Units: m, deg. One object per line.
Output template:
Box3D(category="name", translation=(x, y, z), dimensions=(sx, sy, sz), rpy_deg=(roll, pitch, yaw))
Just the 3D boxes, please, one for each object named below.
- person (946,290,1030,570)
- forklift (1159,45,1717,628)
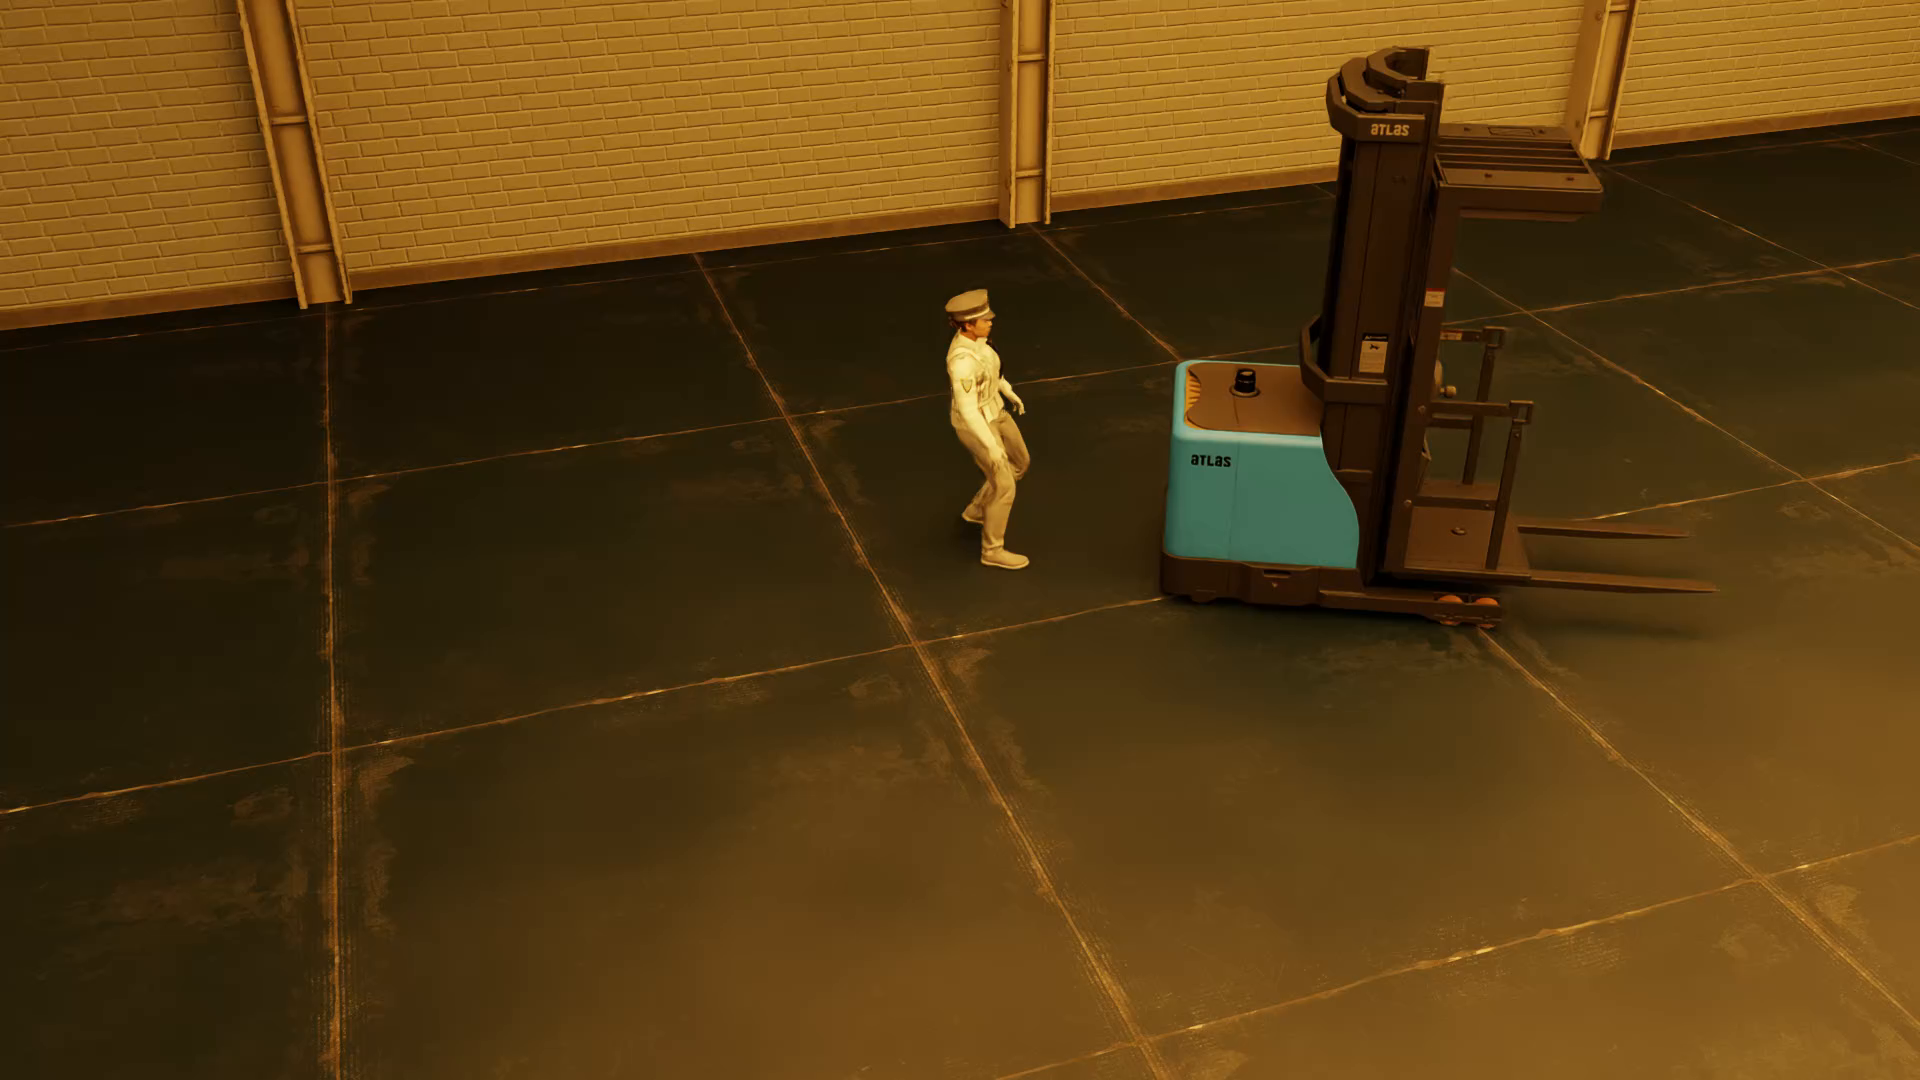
Box3D(category="person", translation=(0.191, -0.667, 9.580), dimensions=(0.549, 1.591, 0.714), rpy_deg=(8, 31, 13))
Box3D(category="forklift", translation=(2.689, -1.066, 8.940), dimensions=(3.031, 2.935, 1.130), rpy_deg=(4, 30, 7))
